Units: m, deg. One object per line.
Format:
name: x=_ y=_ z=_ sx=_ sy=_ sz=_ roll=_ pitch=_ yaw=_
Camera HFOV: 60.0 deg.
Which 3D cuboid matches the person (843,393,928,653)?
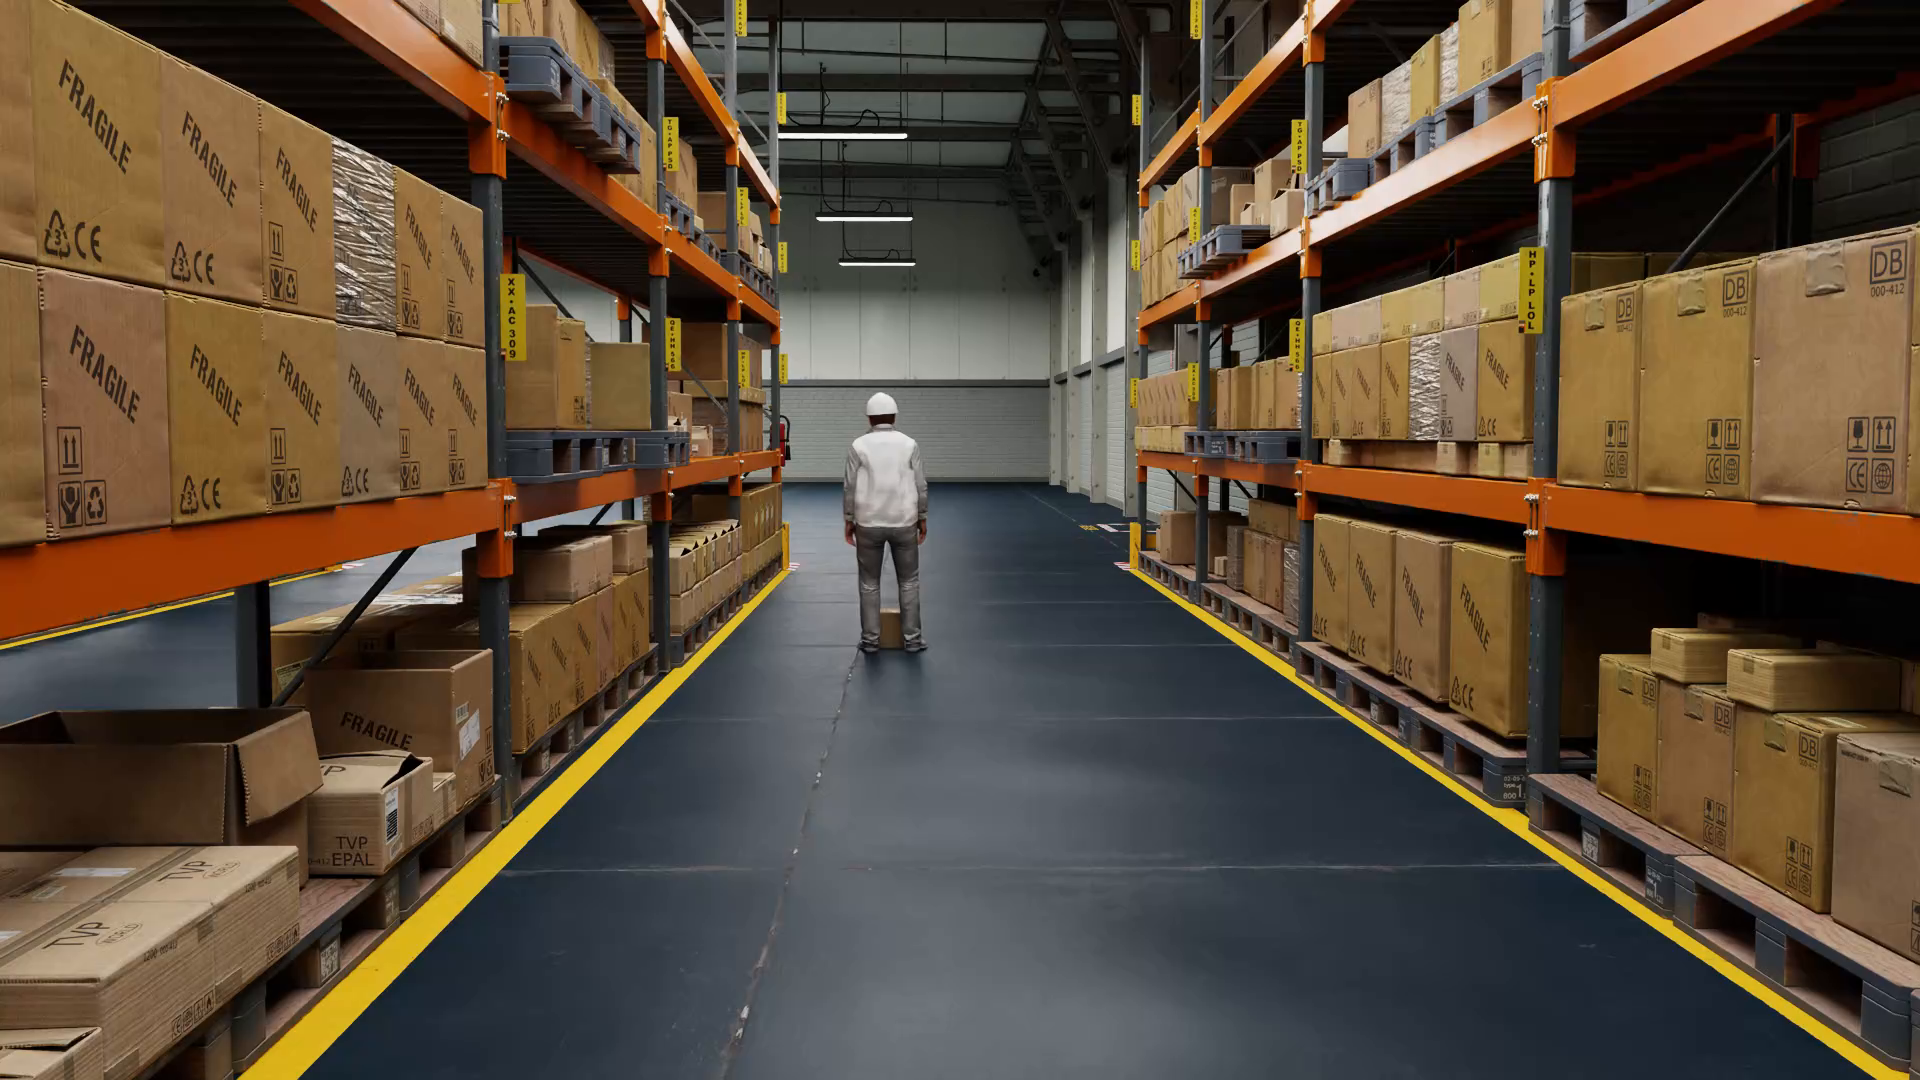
person: x=-0.508 y=-0.120 z=11.384 sx=0.589 sy=1.770 sz=0.464 roll=0 pitch=4 yaw=-5
